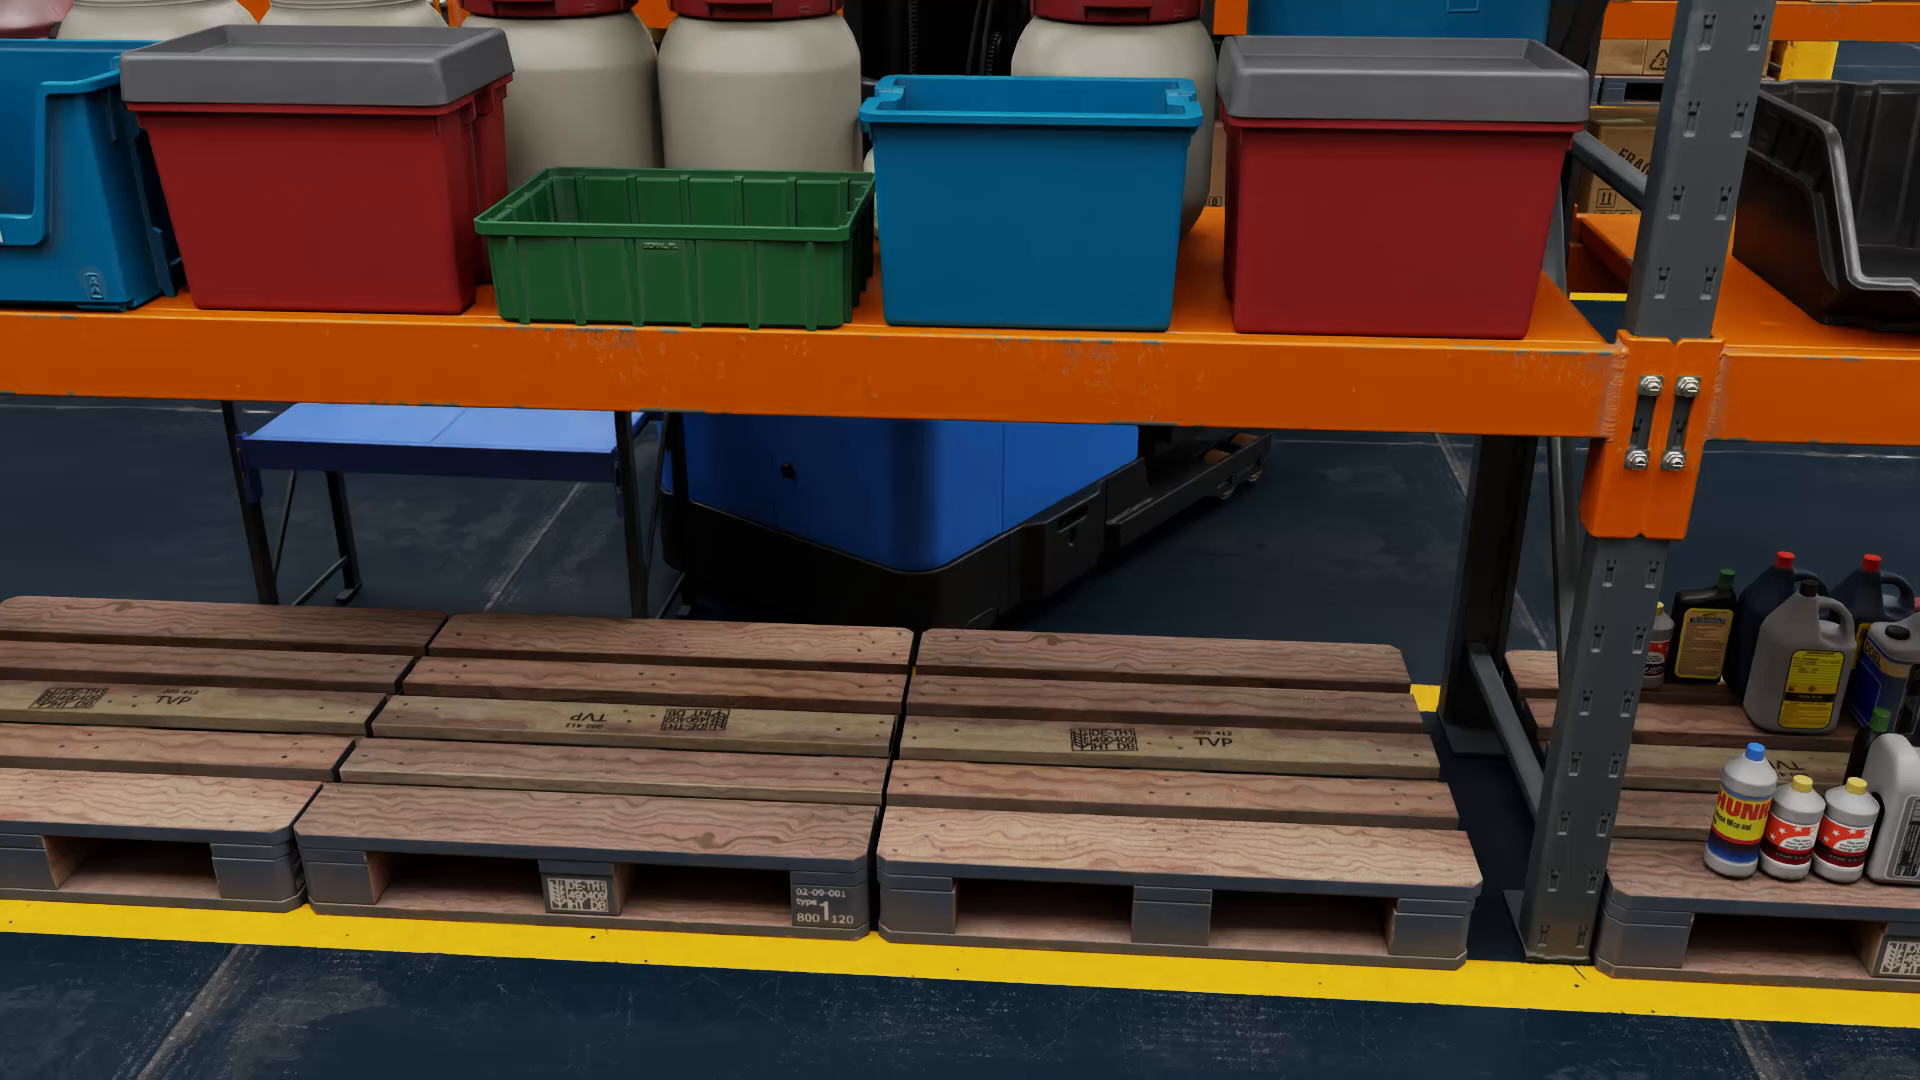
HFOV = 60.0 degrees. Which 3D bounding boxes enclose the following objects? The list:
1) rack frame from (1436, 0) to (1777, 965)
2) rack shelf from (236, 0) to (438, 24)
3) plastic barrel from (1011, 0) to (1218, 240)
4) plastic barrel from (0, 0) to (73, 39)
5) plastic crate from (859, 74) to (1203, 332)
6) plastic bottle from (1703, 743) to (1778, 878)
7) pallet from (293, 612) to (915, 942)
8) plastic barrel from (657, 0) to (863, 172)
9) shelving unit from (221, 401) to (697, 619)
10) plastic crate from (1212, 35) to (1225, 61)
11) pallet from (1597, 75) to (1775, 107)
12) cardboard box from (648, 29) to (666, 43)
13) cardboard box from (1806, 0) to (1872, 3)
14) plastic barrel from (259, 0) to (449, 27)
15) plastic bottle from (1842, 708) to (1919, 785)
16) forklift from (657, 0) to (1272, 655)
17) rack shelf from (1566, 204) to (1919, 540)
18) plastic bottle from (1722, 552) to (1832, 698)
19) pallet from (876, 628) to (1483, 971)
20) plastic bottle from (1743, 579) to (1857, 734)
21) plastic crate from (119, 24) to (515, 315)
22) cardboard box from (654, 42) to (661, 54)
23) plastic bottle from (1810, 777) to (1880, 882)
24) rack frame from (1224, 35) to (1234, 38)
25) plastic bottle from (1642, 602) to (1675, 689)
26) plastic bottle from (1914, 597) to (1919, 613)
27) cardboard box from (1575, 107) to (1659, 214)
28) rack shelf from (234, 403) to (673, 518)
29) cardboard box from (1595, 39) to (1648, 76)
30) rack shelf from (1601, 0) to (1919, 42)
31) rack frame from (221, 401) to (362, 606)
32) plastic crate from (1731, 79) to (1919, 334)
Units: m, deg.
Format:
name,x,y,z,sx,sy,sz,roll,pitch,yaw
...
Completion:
name,x,y,z,sx,sy,sz,roll,pitch,yaw
rack frame,1.253,-0.710,3.206,0.127,3.000,1.000,2,25,4
rack shelf,-4.351,-2.640,8.260,4.000,0.370,1.077,2,25,4
plastic barrel,0.316,-0.894,3.442,0.433,0.535,0.433,0,25,0
plastic barrel,-2.250,-1.012,3.697,0.708,0.536,0.600,2,25,4
plastic crate,0.129,-0.609,3.004,0.575,0.384,0.392,2,25,4
plastic bottle,1.537,0.522,3.265,0.097,0.271,0.097,0,25,0
pallet,-0.753,0.509,3.890,1.213,0.211,1.003,2,25,4
plastic barrel,-0.416,-0.918,3.493,0.433,0.535,0.433,0,25,0
shelving unit,-1.315,-0.429,4.360,1.048,1.500,0.538,2,24,6
plastic crate,2.386,-4.128,13.928,0.662,0.188,0.450,16,39,31
pallet,5.297,-3.437,12.467,1.213,0.211,1.003,2,25,4
cardboard box,-2.552,-3.934,12.699,0.500,0.500,0.500,2,25,4
cardboard box,3.816,-2.460,7.308,0.250,0.149,0.380,2,25,4
plastic barrel,-1.274,-0.932,3.553,0.421,0.512,0.421,0,25,0
plastic bottle,1.869,0.471,3.361,0.133,0.283,0.061,2,25,4
forklift,0.410,-1.578,5.172,1.130,2.935,3.031,18,30,34
rack shelf,3.247,-0.320,3.217,4.000,0.370,1.077,2,25,4
plastic bottle,1.917,0.194,3.884,0.185,0.351,0.144,1,25,3
pallet,0.467,0.547,3.808,1.213,0.211,1.003,2,25,4
plastic bottle,1.906,0.254,3.753,0.185,0.351,0.144,2,25,4
plastic crate,-1.148,-0.688,3.081,0.583,0.464,0.402,2,25,4
cardboard box,-1.686,-2.299,8.224,0.500,0.250,0.500,3,25,6
plastic bottle,1.740,0.560,3.265,0.097,0.201,0.097,0,25,0
rack frame,2.112,-4.839,12.177,0.127,3.000,1.000,2,25,4
plastic bottle,1.638,0.243,3.956,0.097,0.201,0.097,0,25,0
plastic bottle,2.274,0.218,3.911,0.133,0.283,0.061,3,25,8
cardboard box,3.224,-1.798,8.058,0.500,0.500,0.500,0,25,-1
rack shelf,-1.314,-0.264,4.434,1.000,0.185,0.538,2,24,6
cardboard box,4.542,-3.958,12.302,0.875,0.875,0.875,1,25,3
rack shelf,3.626,-2.384,7.703,4.000,0.370,1.077,2,25,4
rack frame,-1.820,-0.450,4.410,0.032,1.500,0.500,2,24,6
plastic crate,1.765,-0.613,3.067,0.504,0.338,0.767,2,25,4
